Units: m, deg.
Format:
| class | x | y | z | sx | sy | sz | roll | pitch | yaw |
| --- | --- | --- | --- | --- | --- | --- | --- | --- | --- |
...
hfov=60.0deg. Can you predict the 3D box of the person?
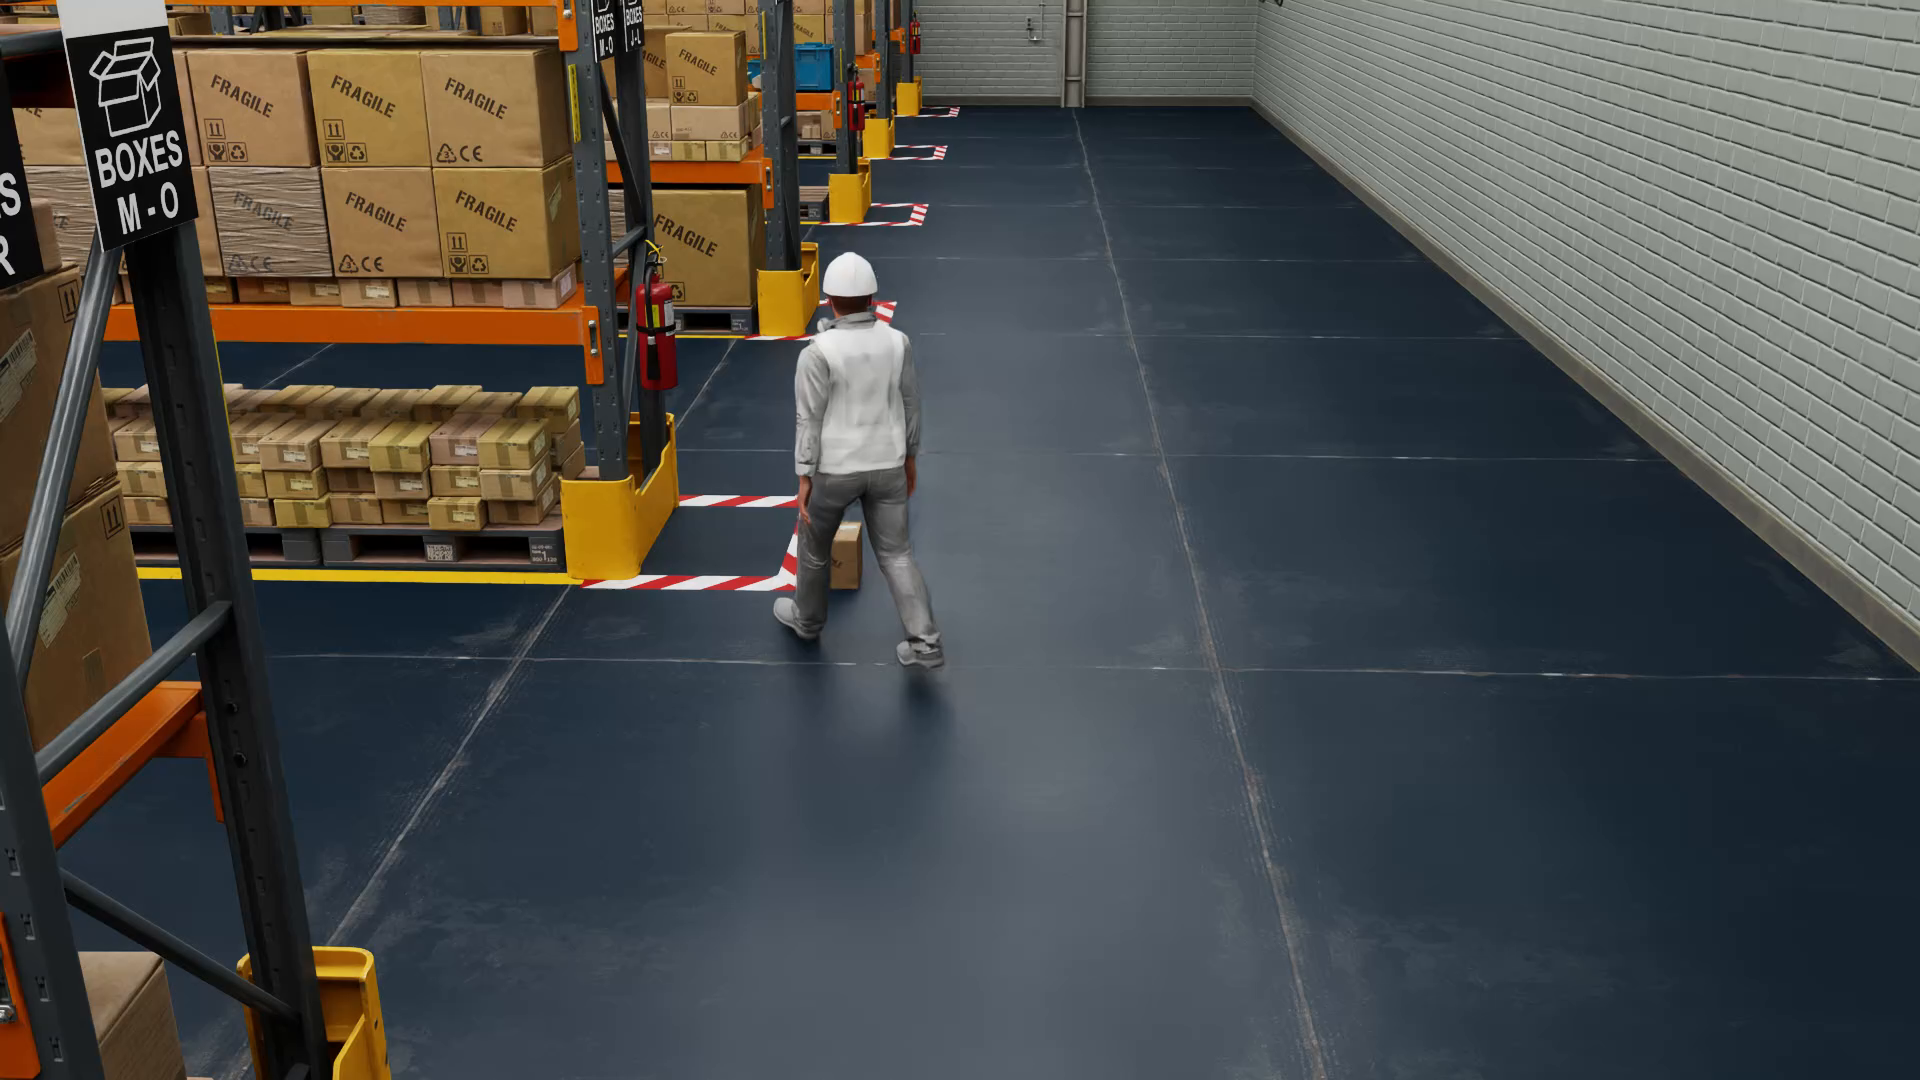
| class | x | y | z | sx | sy | sz | roll | pitch | yaw |
| --- | --- | --- | --- | --- | --- | --- | --- | --- | --- |
| person | -0.441 | -0.320 | 6.931 | 0.598 | 1.739 | 1.000 | -10 | 23 | -25 |
